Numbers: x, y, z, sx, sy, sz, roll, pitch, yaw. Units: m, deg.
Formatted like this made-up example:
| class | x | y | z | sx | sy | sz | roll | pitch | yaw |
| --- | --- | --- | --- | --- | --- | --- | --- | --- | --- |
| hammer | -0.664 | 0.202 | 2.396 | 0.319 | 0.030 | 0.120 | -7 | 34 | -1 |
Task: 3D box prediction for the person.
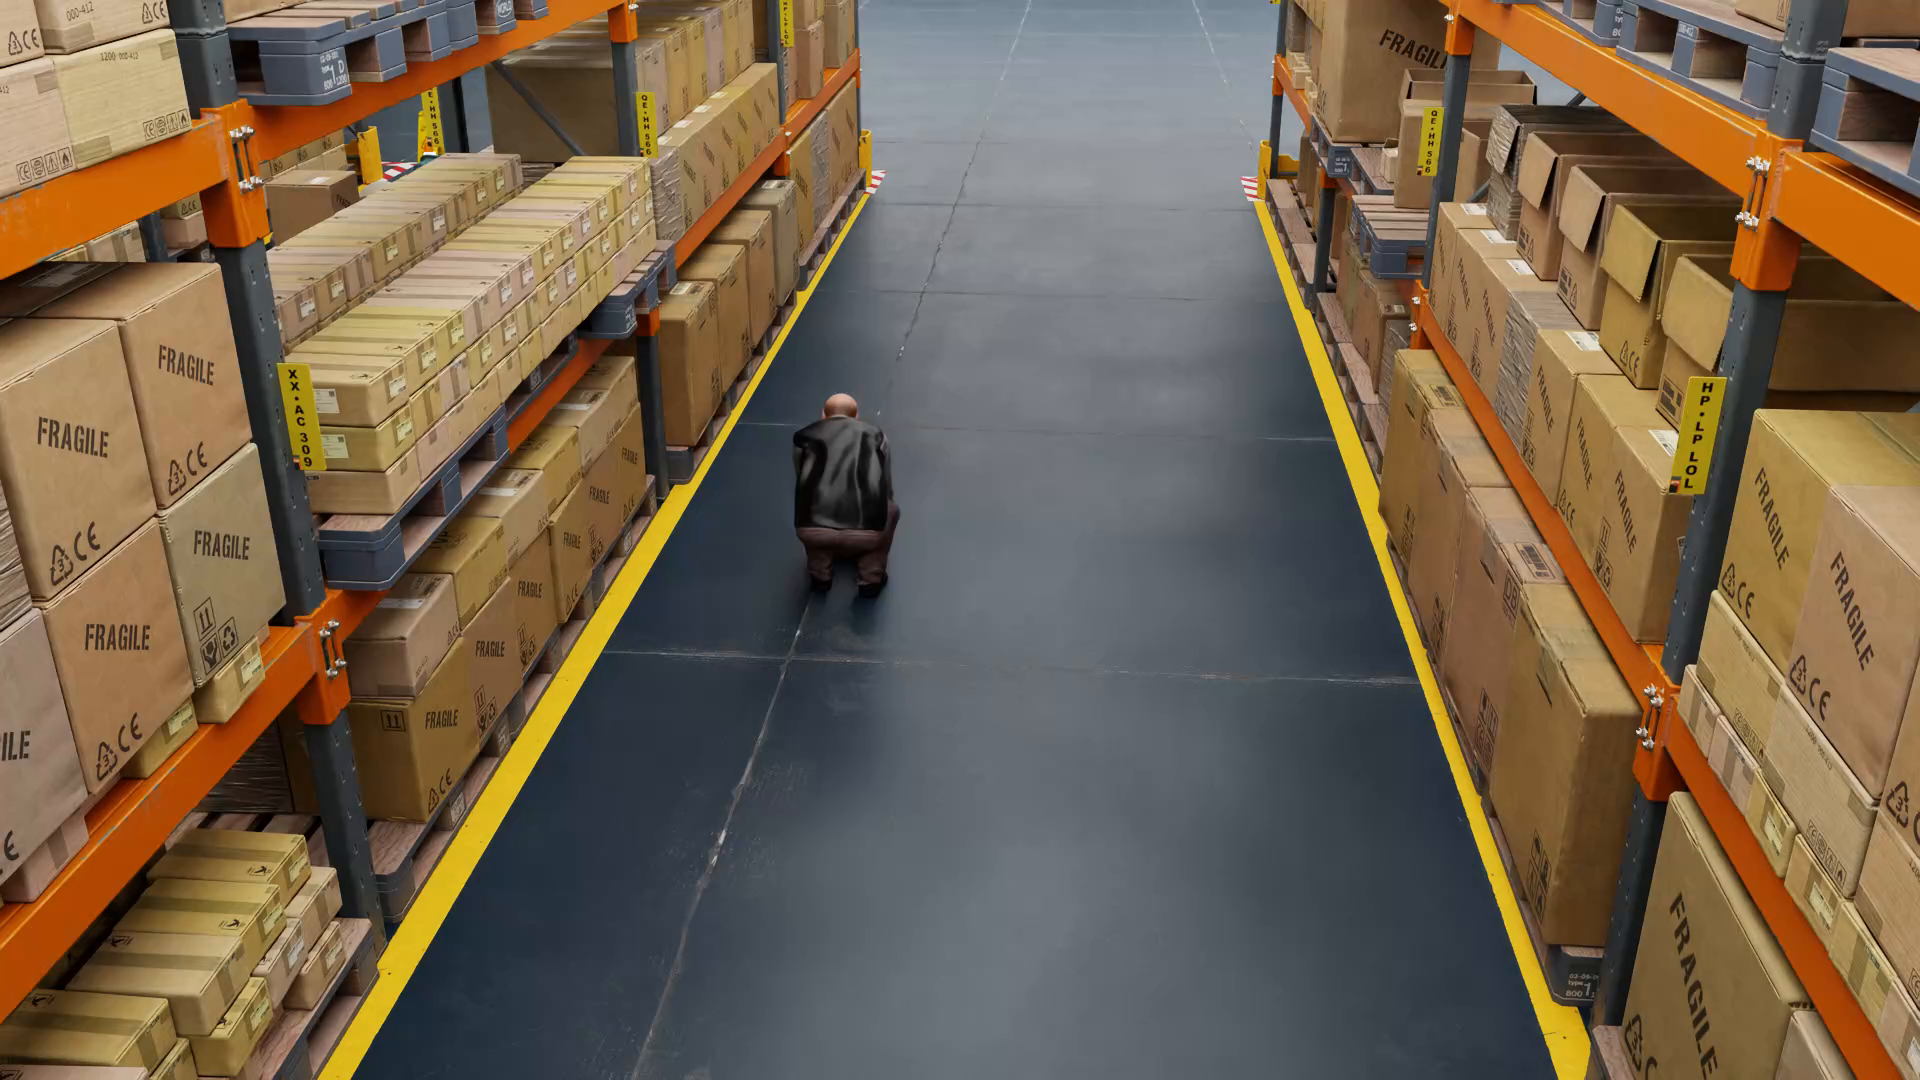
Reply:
| class | x | y | z | sx | sy | sz | roll | pitch | yaw |
| --- | --- | --- | --- | --- | --- | --- | --- | --- | --- |
| person | -0.570 | -0.204 | 8.184 | 0.531 | 0.832 | 0.875 | 2 | 24 | 4 |
